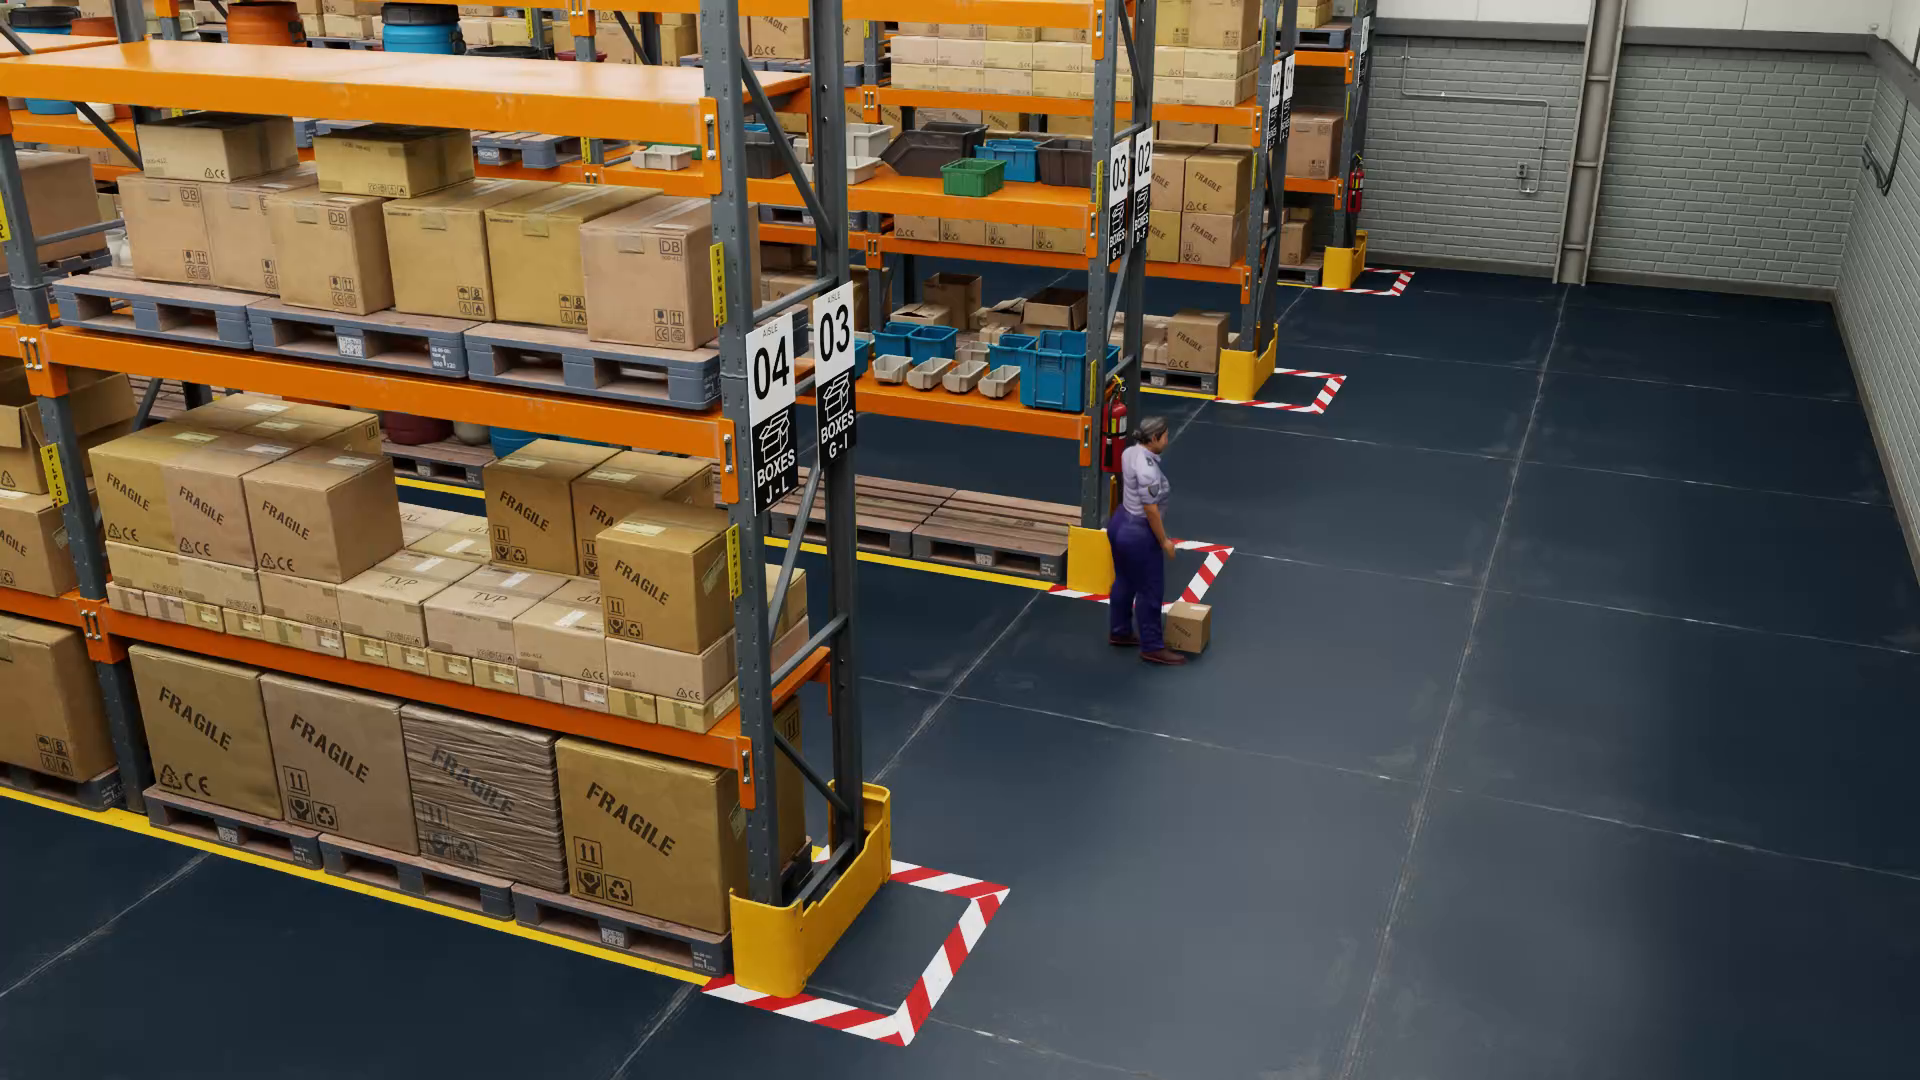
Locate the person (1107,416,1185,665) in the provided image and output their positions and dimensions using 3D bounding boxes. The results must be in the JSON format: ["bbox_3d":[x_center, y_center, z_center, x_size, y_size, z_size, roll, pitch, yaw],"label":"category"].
[{"bbox_3d":[1.228,-0.017,10.957,0.468,1.663,0.525,-5,23,-12],"label":"person"}]
